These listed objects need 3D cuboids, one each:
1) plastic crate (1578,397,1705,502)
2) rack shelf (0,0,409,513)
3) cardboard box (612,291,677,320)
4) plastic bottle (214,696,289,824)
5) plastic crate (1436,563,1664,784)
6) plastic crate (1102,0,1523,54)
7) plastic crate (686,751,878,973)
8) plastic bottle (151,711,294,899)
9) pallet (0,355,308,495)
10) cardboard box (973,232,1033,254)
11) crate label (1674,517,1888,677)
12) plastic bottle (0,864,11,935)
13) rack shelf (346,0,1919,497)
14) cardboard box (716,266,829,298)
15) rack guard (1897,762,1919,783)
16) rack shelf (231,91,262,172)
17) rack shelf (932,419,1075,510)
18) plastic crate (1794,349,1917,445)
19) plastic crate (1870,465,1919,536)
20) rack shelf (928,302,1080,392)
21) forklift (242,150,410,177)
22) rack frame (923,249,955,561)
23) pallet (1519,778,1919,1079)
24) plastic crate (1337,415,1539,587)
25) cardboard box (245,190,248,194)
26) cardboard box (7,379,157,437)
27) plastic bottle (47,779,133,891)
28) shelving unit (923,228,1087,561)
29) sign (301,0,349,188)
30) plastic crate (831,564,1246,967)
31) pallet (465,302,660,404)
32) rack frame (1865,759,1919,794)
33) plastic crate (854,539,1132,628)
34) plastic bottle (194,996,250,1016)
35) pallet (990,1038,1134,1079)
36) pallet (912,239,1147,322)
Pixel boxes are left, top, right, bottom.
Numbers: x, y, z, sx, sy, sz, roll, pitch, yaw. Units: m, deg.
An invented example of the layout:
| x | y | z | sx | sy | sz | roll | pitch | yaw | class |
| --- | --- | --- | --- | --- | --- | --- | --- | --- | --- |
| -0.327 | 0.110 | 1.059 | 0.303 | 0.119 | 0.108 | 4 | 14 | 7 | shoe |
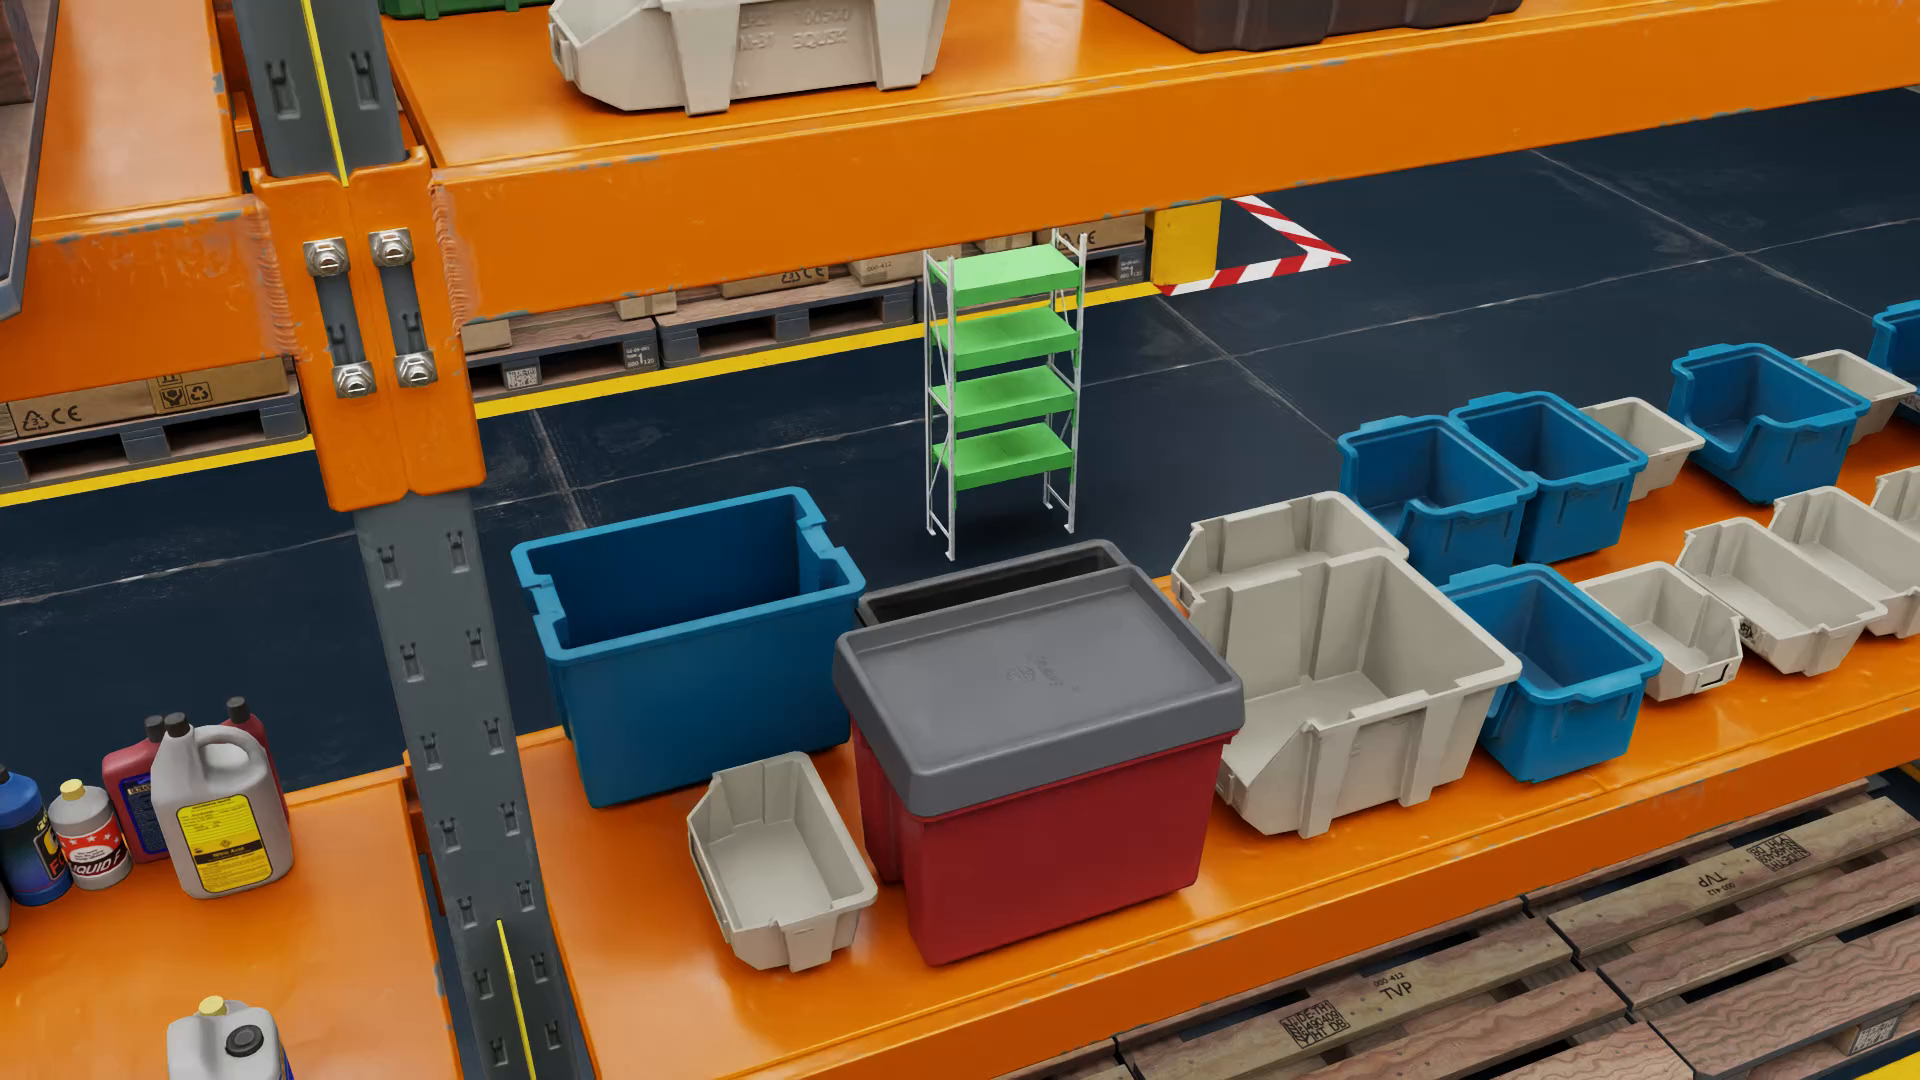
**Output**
| x | y | z | sx | sy | sz | roll | pitch | yaw | class |
| --- | --- | --- | --- | --- | --- | --- | --- | --- | --- |
| 1.582 | -0.206 | 4.002 | 0.298 | 0.136 | 0.250 | -13 | 35 | -19 | plastic crate |
| -2.642 | -0.036 | 1.464 | 4.000 | 0.370 | 1.077 | -13 | 35 | -19 | rack shelf |
| -1.448 | -1.158 | 7.474 | 0.250 | 0.166 | 0.380 | -13 | 35 | -19 | cardboard box |
| -1.302 | 0.409 | 2.977 | 0.133 | 0.283 | 0.061 | -13 | 35 | -19 | plastic bottle |
| 1.096 | 0.261 | 3.197 | 0.300 | 0.233 | 0.416 | -13 | 35 | -19 | plastic crate |
| 0.453 | -0.829 | 2.144 | 0.590 | 0.269 | 0.497 | -13 | 35 | -19 | plastic crate |
| -0.314 | 0.557 | 2.831 | 0.243 | 0.136 | 0.396 | -13 | 35 | -19 | plastic crate |
| -1.286 | 0.438 | 2.871 | 0.185 | 0.351 | 0.144 | -13 | 35 | -19 | plastic bottle |
| -3.448 | -0.634 | 7.032 | 1.213 | 0.211 | 1.003 | -13 | 35 | -19 | pallet |
| 0.161 | -1.556 | 8.086 | 0.250 | 0.166 | 0.380 | -13 | 35 | -19 | cardboard box |
| 1.688 | 0.127 | 3.492 | 0.243 | 0.136 | 0.396 | -13 | 35 | -19 | crate label |
| -1.710 | 0.533 | 2.794 | 0.135 | 0.276 | 0.152 | -13 | 35 | -19 | plastic bottle |
| 1.046 | -0.880 | 2.762 | 4.000 | 0.370 | 1.077 | -13 | 35 | -19 | rack shelf |
| -0.982 | -1.531 | 7.739 | 0.637 | 0.503 | 0.797 | -13 | 35 | -19 | cardboard box |
| 2.907 | 0.689 | 4.732 | 0.348 | 0.500 | 1.175 | -13 | 35 | -19 | rack guard |
| -4.556 | -1.270 | 6.111 | 4.000 | 0.370 | 1.077 | -13 | 35 | -19 | rack shelf |
| 0.153 | -0.283 | 6.142 | 0.480 | 0.148 | 0.258 | -13 | 35 | -19 | rack shelf |
| 2.207 | -0.349 | 4.222 | 0.298 | 0.136 | 0.250 | -13 | 35 | -19 | plastic crate |
| 2.208 | 0.002 | 3.684 | 0.243 | 0.136 | 0.396 | -13 | 35 | -19 | plastic crate |
| 0.153 | -0.685 | 5.880 | 0.480 | 0.148 | 0.258 | -13 | 35 | -19 | rack shelf |
| -3.516 | -3.470 | 8.896 | 3.031 | 2.935 | 1.130 | 13 | 35 | 19 | forklift |
| -0.072 | -0.486 | 5.897 | 0.015 | 1.200 | 0.240 | -13 | 35 | -19 | rack frame |
| 2.114 | 0.977 | 4.556 | 1.213 | 0.211 | 1.003 | -13 | 35 | -19 | pallet |
| 1.044 | -0.074 | 3.712 | 0.300 | 0.233 | 0.416 | -13 | 35 | -19 | plastic crate |
| -3.253 | -1.151 | 7.157 | 0.500 | 0.500 | 0.500 | -15 | 36 | -21 | cardboard box |
| -3.515 | -0.782 | 6.590 | 0.500 | 0.500 | 0.500 | -13 | 35 | -19 | cardboard box |
| -1.524 | 0.506 | 2.905 | 0.097 | 0.201 | 0.097 | 0 | 33 | 0 | plastic bottle |
| 0.153 | -0.538 | 5.976 | 0.503 | 1.200 | 0.258 | -13 | 35 | -19 | shelving unit |
| -0.587 | -0.486 | 1.489 | 0.005 | 0.325 | 0.100 | -13 | 35 | -19 | sign |
| 0.122 | 0.383 | 2.797 | 0.583 | 0.464 | 0.402 | -13 | 35 | -19 | plastic crate |
| -2.079 | -0.970 | 7.547 | 1.213 | 0.211 | 1.003 | -13 | 35 | -19 | pallet |
| 2.890 | -0.347 | 4.033 | 0.127 | 3.000 | 1.000 | -13 | 35 | -19 | rack frame |
| 0.130 | 0.216 | 3.364 | 0.590 | 0.125 | 0.437 | -13 | 35 | -19 | plastic crate |
| -1.102 | 0.768 | 2.502 | 0.097 | 0.201 | 0.097 | 0 | 33 | 0 | plastic bottle |
| -0.135 | 1.492 | 3.764 | 1.213 | 0.211 | 1.003 | -13 | 35 | -19 | pallet |
| 0.171 | -1.485 | 8.339 | 1.213 | 0.211 | 1.003 | -13 | 35 | -19 | pallet |
